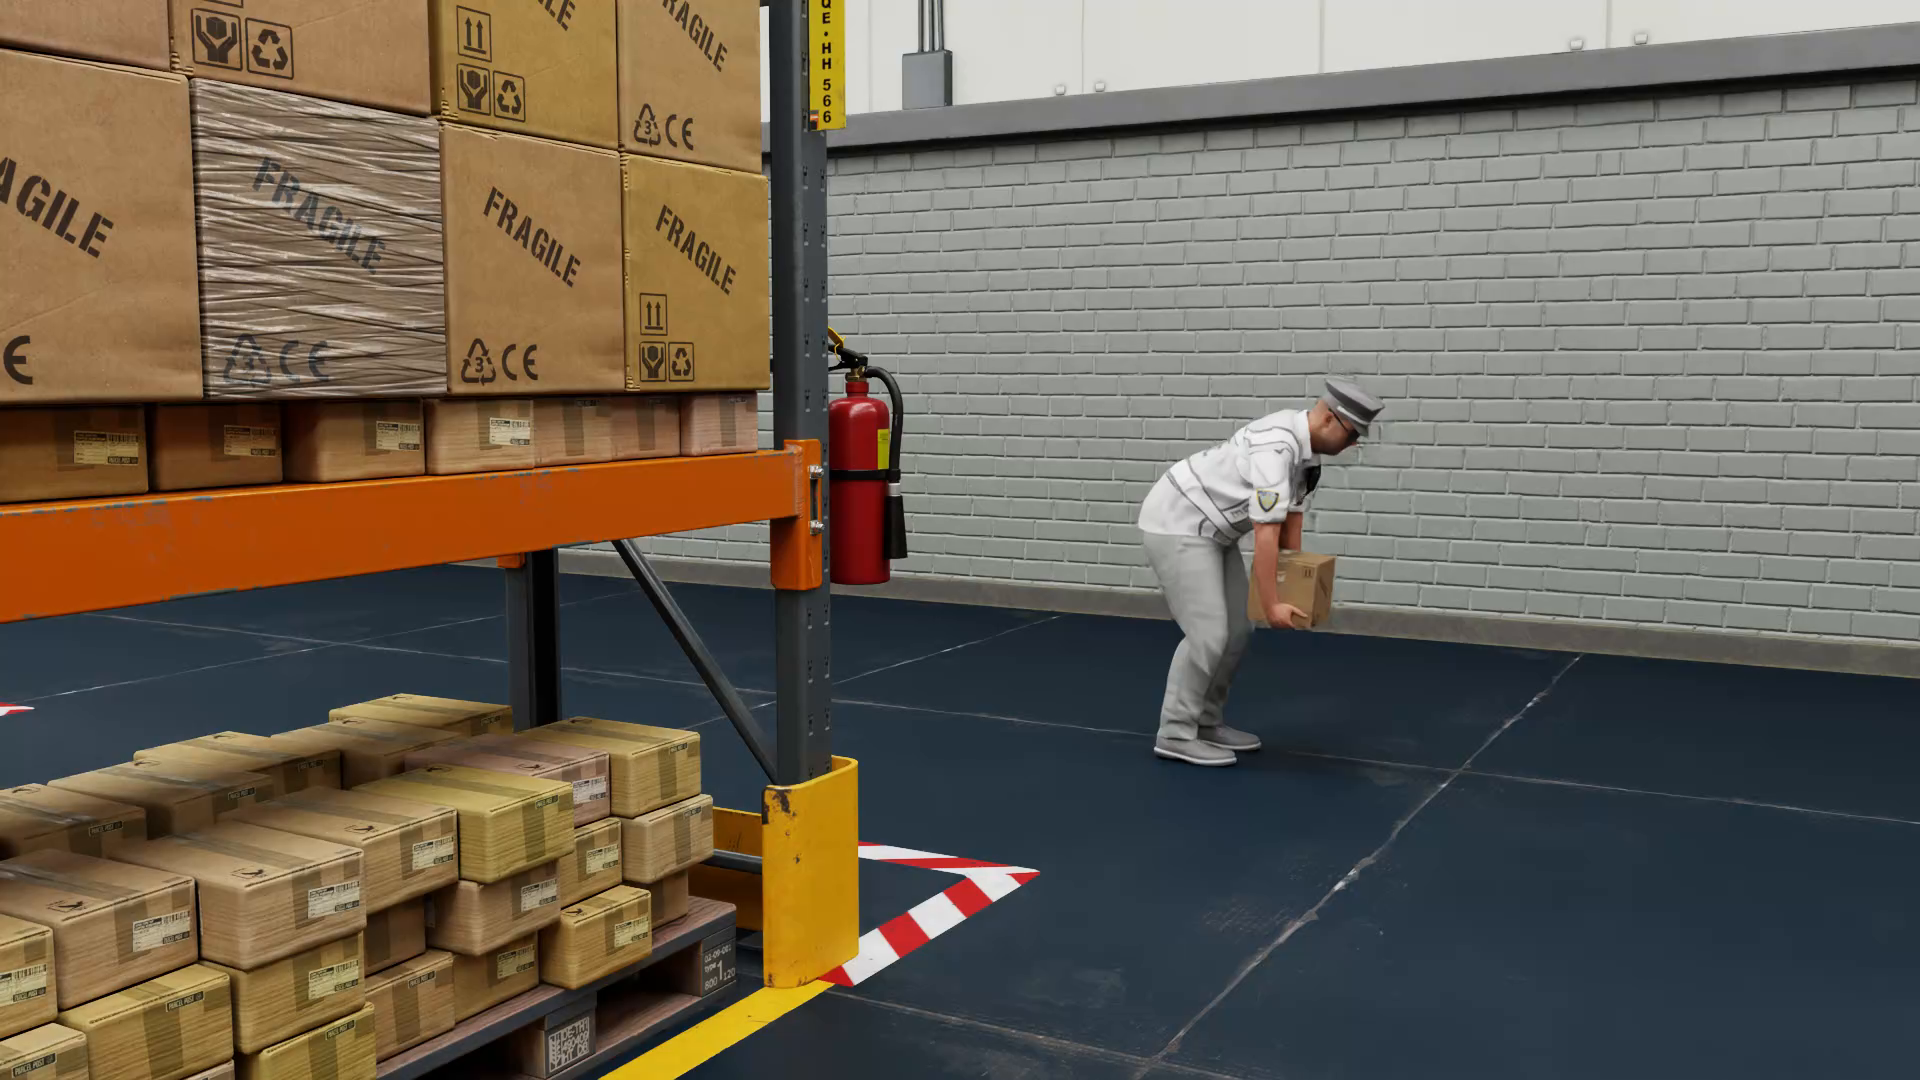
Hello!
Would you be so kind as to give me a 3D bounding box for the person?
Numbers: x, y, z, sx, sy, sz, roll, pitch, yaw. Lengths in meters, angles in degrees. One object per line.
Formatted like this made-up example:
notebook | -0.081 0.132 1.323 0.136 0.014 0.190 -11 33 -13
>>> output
person | 1.143 0.116 6.350 0.919 1.477 0.479 3 7 27
